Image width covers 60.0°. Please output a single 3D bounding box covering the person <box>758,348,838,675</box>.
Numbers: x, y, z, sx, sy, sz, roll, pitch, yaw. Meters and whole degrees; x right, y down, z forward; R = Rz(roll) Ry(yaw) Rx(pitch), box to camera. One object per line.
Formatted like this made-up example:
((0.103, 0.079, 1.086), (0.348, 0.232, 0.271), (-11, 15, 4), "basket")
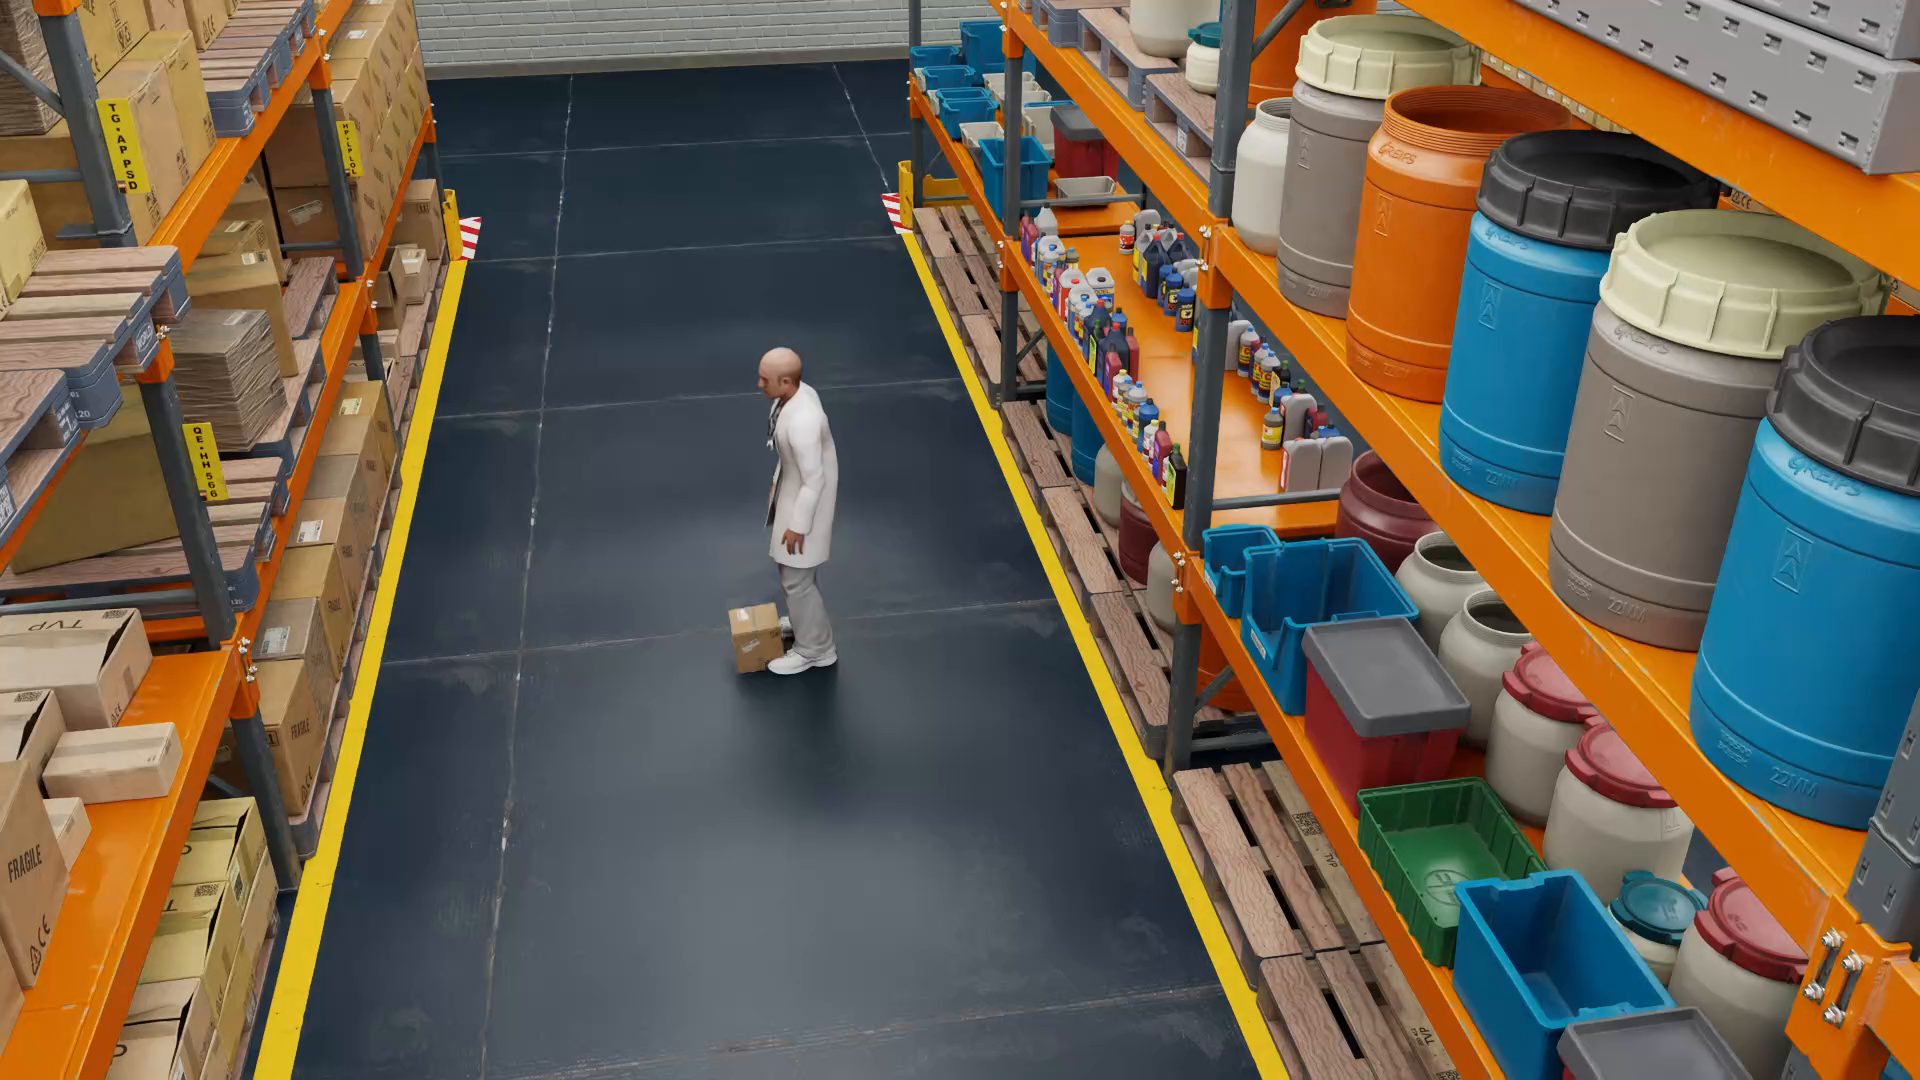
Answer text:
((-0.828, -0.162, 8.434), (0.426, 1.774, 0.617), (-6, 31, -11), "person")
